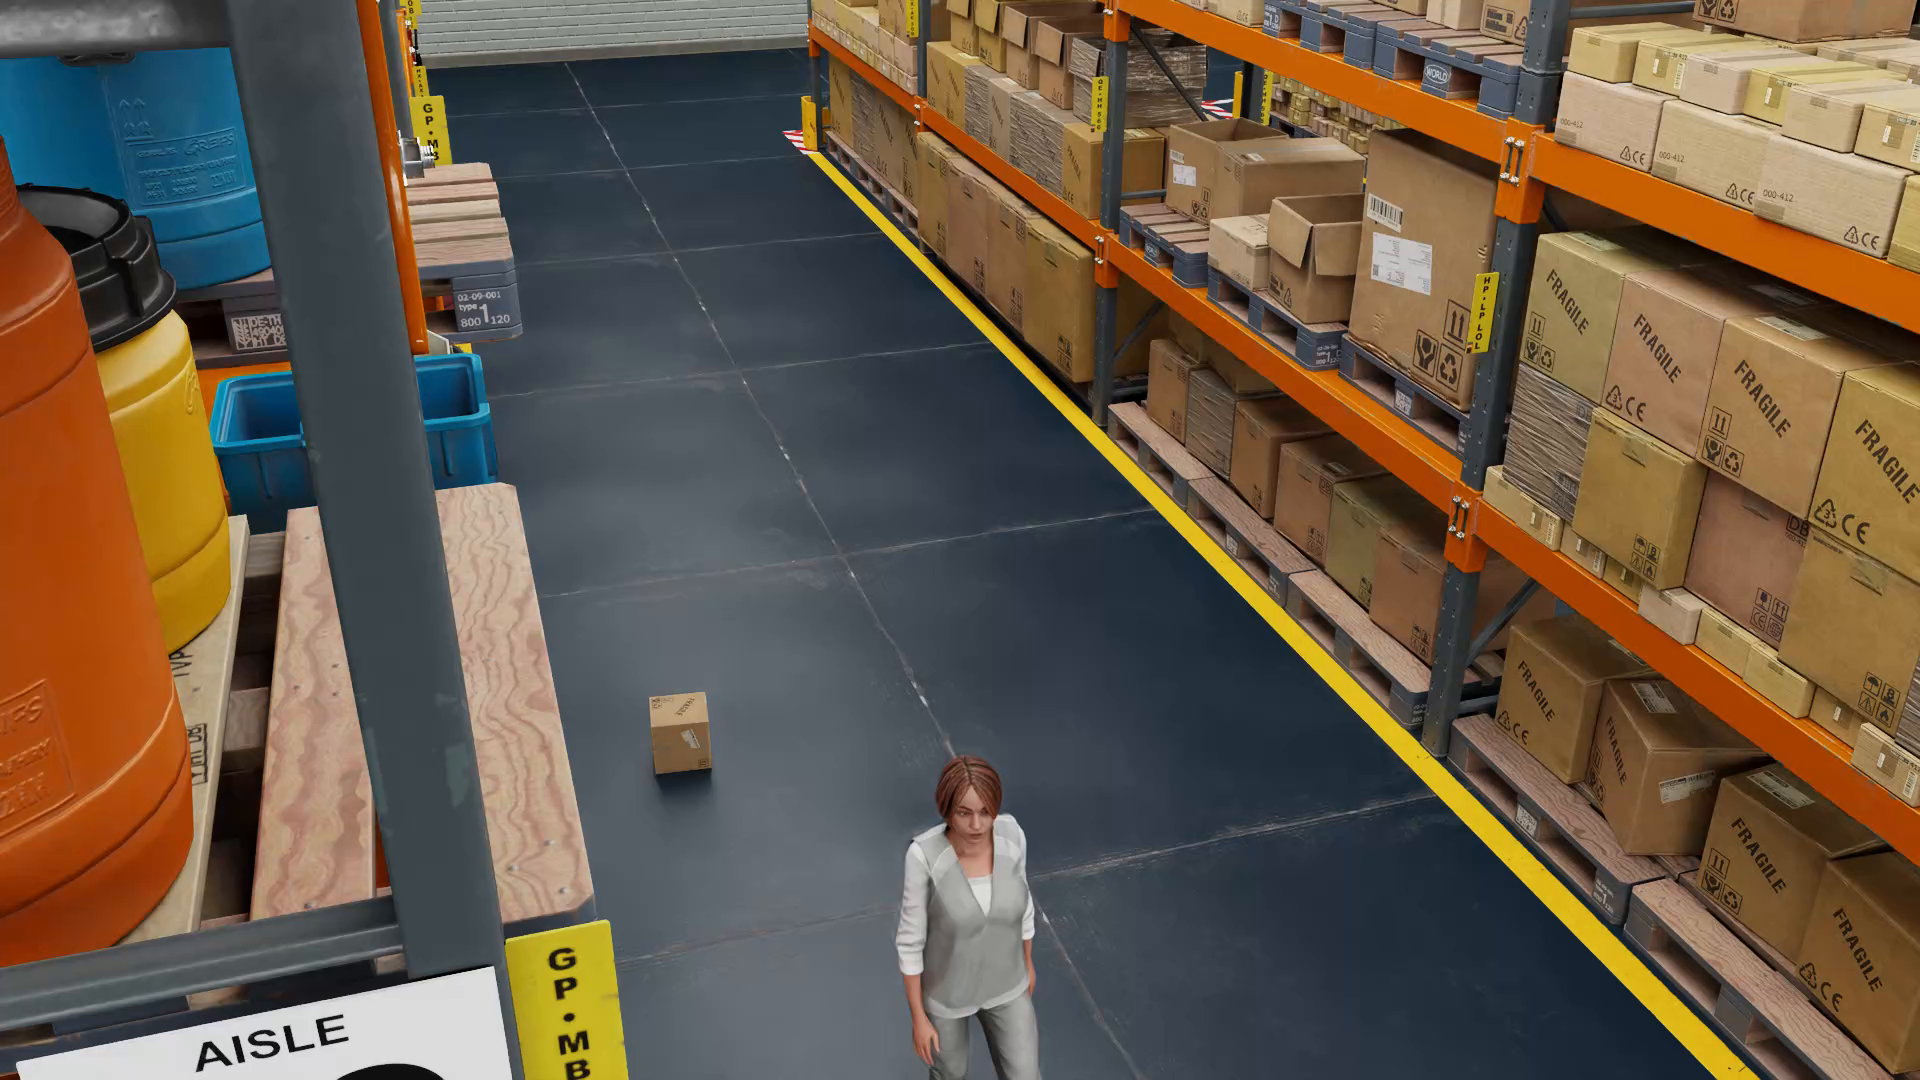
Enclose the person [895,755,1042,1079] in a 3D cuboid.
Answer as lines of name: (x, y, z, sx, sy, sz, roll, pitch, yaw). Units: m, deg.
person: (0.032, 1.360, 4.937, 0.451, 1.649, 0.519, -7, 28, -14)
